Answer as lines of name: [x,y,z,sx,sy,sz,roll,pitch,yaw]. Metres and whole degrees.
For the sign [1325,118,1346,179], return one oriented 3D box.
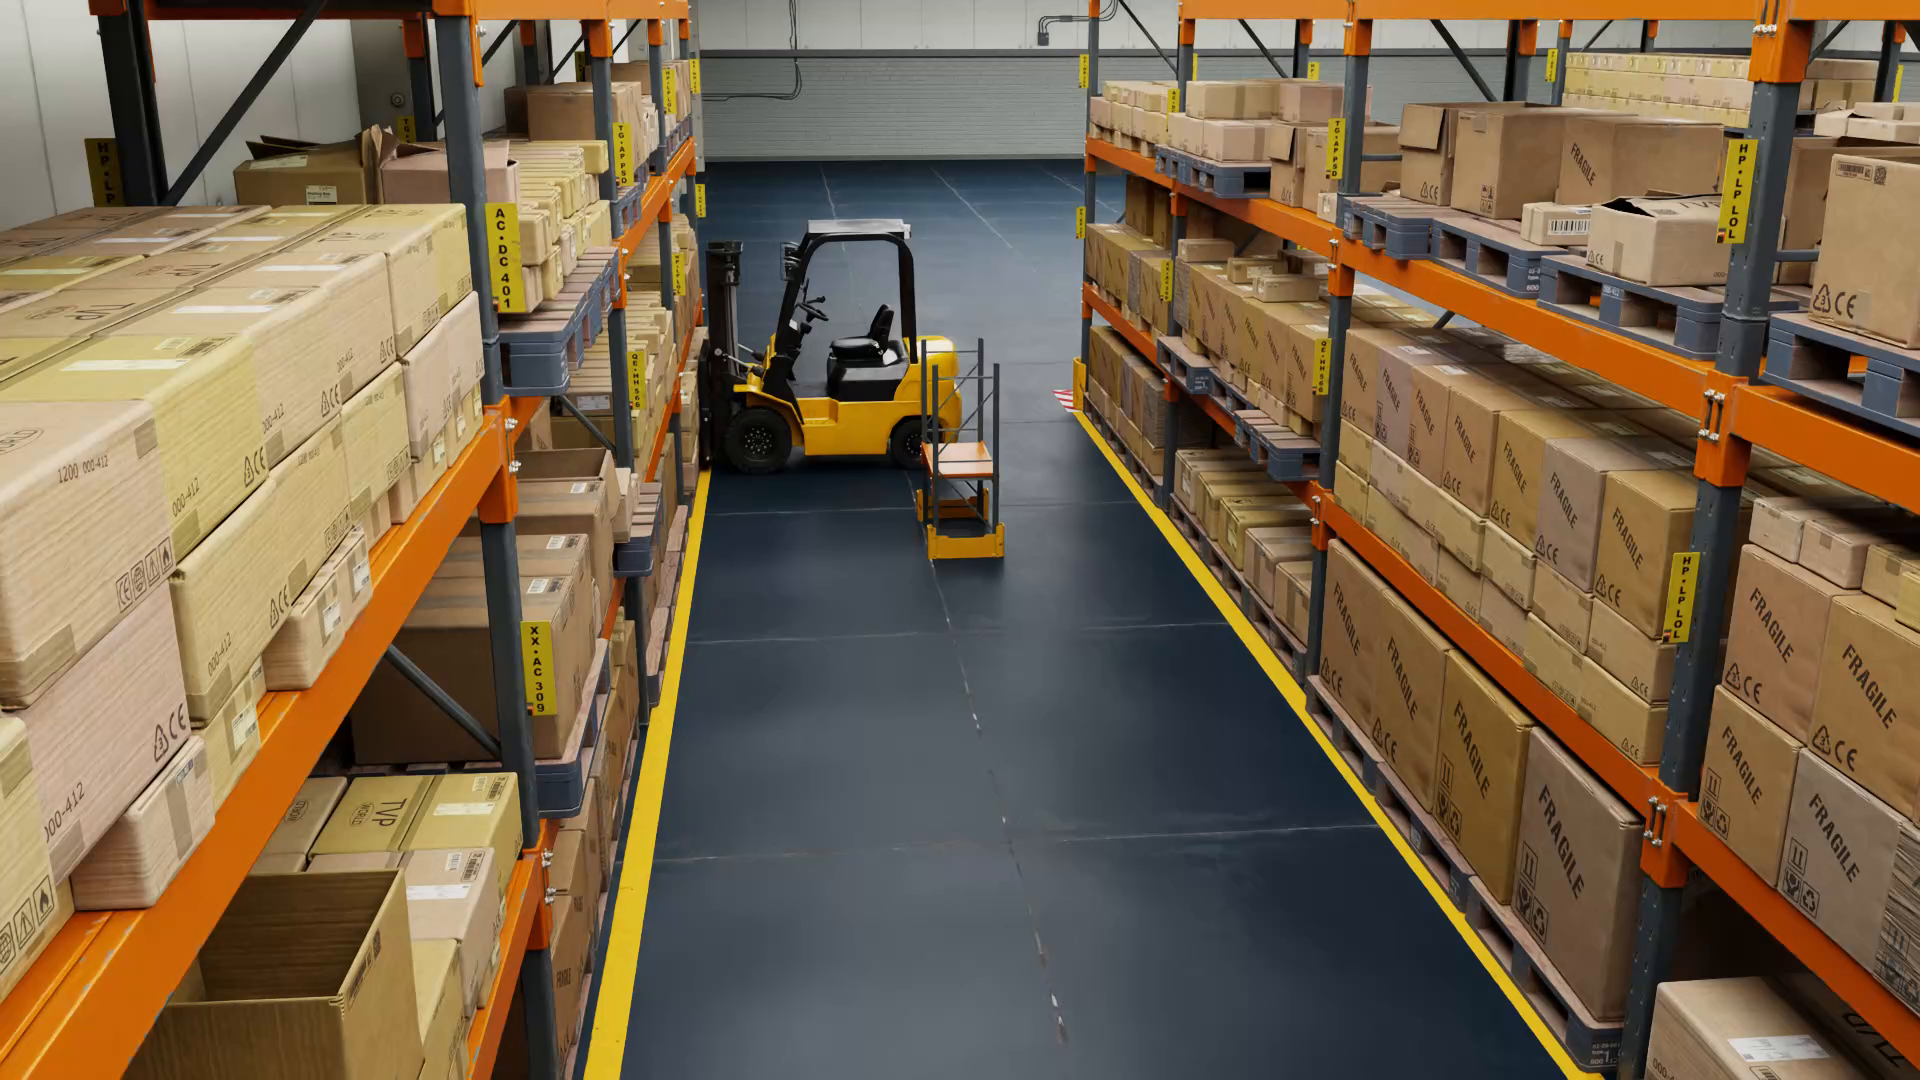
sign: [2.075,-2.159,9.174,0.100,0.325,0.005,-2,18,-6]

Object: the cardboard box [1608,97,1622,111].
cardboard box: [6.524,-4.210,16.123,0.380,0.149,0.250,-2,18,-5]

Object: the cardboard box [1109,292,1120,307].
cardboard box: [1.646,-2.344,16.054,0.380,0.149,0.250,-1,17,-4]

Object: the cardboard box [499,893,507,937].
cardboard box: [-1.577,1.133,4.980,0.380,0.149,0.250,-1,17,-4]

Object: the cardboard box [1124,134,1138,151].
cardboard box: [1.706,-3.621,15.114,0.380,0.149,0.250,-2,18,-7]

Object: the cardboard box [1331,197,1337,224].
cardboard box: [2.373,-1.896,9.619,0.380,0.149,0.250,-2,18,-6]

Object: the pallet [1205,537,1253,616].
pallet: [2.413,0.238,12.067,1.003,0.211,1.213,-2,18,-6]

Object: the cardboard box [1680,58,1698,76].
cardboard box: [6.655,-4.213,14.800,0.380,0.149,0.250,-2,18,-5]

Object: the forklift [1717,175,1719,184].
forklift: [5.499,-0.970,11.375,3.031,2.935,1.130,0,17,2]

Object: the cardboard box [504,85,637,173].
cardboard box: [-2.306,-2.440,9.899,0.700,0.500,0.500,-2,18,-7]

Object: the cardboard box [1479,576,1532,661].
cardboard box: [2.646,0.338,7.344,0.500,0.250,0.500,-2,18,-7]

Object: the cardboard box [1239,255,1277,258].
cardboard box: [2.478,-1.948,13.010,0.500,0.500,0.500,-2,18,-7]

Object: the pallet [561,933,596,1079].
pallet: [-2.031,1.938,6.651,1.003,0.211,1.213,-2,18,-6]

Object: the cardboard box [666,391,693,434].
cardboard box: [-2.472,-1.054,13.746,0.500,0.250,0.500,-2,18,-6]

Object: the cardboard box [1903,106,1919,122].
cardboard box: [7.462,-3.118,12.477,0.500,0.250,0.500,-2,18,-6]

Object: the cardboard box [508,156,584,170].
cardboard box: [-1.887,-1.630,7.440,0.380,0.149,0.250,-2,18,-7]

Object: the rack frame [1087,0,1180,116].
rack frame: [1.790,-5.743,16.446,1.000,3.000,0.127,-2,18,-6]

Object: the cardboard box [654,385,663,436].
cardboard box: [-2.284,-0.869,11.187,0.500,0.250,0.500,-1,17,-4]

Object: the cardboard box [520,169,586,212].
cardboard box: [-1.721,-1.412,6.713,0.380,0.149,0.250,-2,18,-5]

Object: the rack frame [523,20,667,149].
rack frame: [-2.735,-4.397,12.158,1.000,3.000,0.127,-2,18,-6]

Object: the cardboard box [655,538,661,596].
cardboard box: [-2.518,0.009,11.405,0.875,0.625,0.625,-3,18,-8]

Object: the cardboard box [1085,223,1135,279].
cardboard box: [1.563,-2.921,16.808,0.500,0.500,0.500,-2,18,-6]

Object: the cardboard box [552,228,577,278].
cardboard box: [-1.602,-1.040,6.026,0.380,0.149,0.250,-2,17,-5]

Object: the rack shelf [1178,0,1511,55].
rack shelf: [2.409,-3.421,10.920,1.077,0.370,4.000,-2,18,-6]

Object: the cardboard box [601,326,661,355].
cardboard box: [-2.213,-1.340,11.189,0.380,0.149,0.250,-2,18,-7]

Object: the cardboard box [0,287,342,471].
cardboard box: [-1.455,-0.292,3.011,0.500,0.250,0.500,-1,17,-4]

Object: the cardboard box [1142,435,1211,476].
cardboard box: [1.874,-0.745,14.432,0.500,0.250,0.500,-1,17,-3]

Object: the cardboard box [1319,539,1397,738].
cardboard box: [2.603,0.525,9.344,0.875,0.875,0.875,-2,18,-6]

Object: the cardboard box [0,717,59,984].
cardboard box: [-1.271,0.399,1.645,0.500,0.250,0.500,-2,18,-6]

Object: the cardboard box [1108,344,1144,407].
cardboard box: [1.703,-1.566,15.793,0.500,0.500,0.500,-1,17,-5]

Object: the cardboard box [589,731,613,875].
cardboard box: [-1.895,1.228,7.729,0.500,0.500,0.500,-2,18,-8]

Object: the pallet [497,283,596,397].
pallet: [-1.907,-0.689,5.669,1.213,0.211,1.003,-2,18,-6]

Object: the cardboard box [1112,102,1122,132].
cardboard box: [1.697,-3.920,15.403,0.500,0.250,0.500,-1,17,-4]

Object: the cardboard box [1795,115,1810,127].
cardboard box: [7.387,-3.627,14.267,0.380,0.149,0.250,-2,18,-5]

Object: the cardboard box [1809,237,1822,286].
cardboard box: [3.324,-1.033,5.974,0.396,0.266,0.258,-2,18,-6]

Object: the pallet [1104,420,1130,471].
pallet: [1.969,-0.922,15.761,1.003,0.211,1.213,-2,18,-6]

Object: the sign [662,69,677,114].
sign: [-2.196,-3.382,12.545,0.100,0.325,0.005,-2,18,-6]

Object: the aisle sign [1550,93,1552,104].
aisle sign: [6.397,-4.316,17.576,0.394,0.787,0.004,-2,18,-6]

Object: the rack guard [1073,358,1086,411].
rack guard: [1.798,-1.665,17.647,1.175,0.500,0.348,-2,18,-6]

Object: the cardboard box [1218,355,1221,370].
cardboard box: [2.076,-1.287,11.985,0.380,0.149,0.250,-2,18,-5]

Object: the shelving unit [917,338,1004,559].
shelving unit: [-0.008,-0.738,13.025,0.587,1.500,1.083,-2,18,-6]

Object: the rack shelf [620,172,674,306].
rack shelf: [-2.528,-2.026,10.817,1.077,0.370,4.000,-2,18,-6]

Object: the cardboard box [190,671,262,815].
cardboard box: [-1.319,0.318,2.568,0.380,0.149,0.250,-2,18,-6]

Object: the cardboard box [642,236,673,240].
cardboard box: [-2.727,-2.593,14.681,0.380,0.149,0.250,-2,18,-5]

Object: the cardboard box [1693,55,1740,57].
cardboard box: [7.206,-4.535,15.826,0.380,0.149,0.250,-2,18,-6]

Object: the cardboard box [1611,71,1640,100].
cardboard box: [6.604,-4.360,15.935,0.500,0.250,0.500,-2,18,-6]

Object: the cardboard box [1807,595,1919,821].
cardboard box: [2.881,0.470,4.836,0.500,0.500,0.500,-2,18,-6]

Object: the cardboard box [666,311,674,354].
cardboard box: [-2.430,-1.563,12.563,0.500,0.250,0.500,-2,18,-7]

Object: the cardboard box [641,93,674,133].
cardboard box: [-2.578,-3.426,13.356,0.500,0.311,0.500,-1,17,-5]

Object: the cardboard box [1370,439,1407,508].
cardboard box: [2.474,-0.351,8.704,0.500,0.250,0.500,-1,17,-4]

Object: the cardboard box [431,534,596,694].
cardboard box: [-1.790,0.296,6.359,0.700,0.500,0.500,-2,17,-5]

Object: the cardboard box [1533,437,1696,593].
cardboard box: [2.671,-0.109,6.682,0.500,0.500,0.500,-1,17,-5]

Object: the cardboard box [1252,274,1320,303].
cardboard box: [2.165,-1.675,11.058,0.380,0.149,0.250,-3,18,-8]

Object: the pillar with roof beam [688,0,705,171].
pillar with roof beam: [-2.784,-14.424,44.098,9.100,9.000,0.400,-2,18,-6]

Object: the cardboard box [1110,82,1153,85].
cardboard box: [1.665,-4.385,16.219,0.380,0.149,0.250,-2,18,-6]

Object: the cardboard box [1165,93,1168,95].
cardboard box: [1.911,-3.624,13.792,0.380,0.149,0.250,-1,17,-4]
